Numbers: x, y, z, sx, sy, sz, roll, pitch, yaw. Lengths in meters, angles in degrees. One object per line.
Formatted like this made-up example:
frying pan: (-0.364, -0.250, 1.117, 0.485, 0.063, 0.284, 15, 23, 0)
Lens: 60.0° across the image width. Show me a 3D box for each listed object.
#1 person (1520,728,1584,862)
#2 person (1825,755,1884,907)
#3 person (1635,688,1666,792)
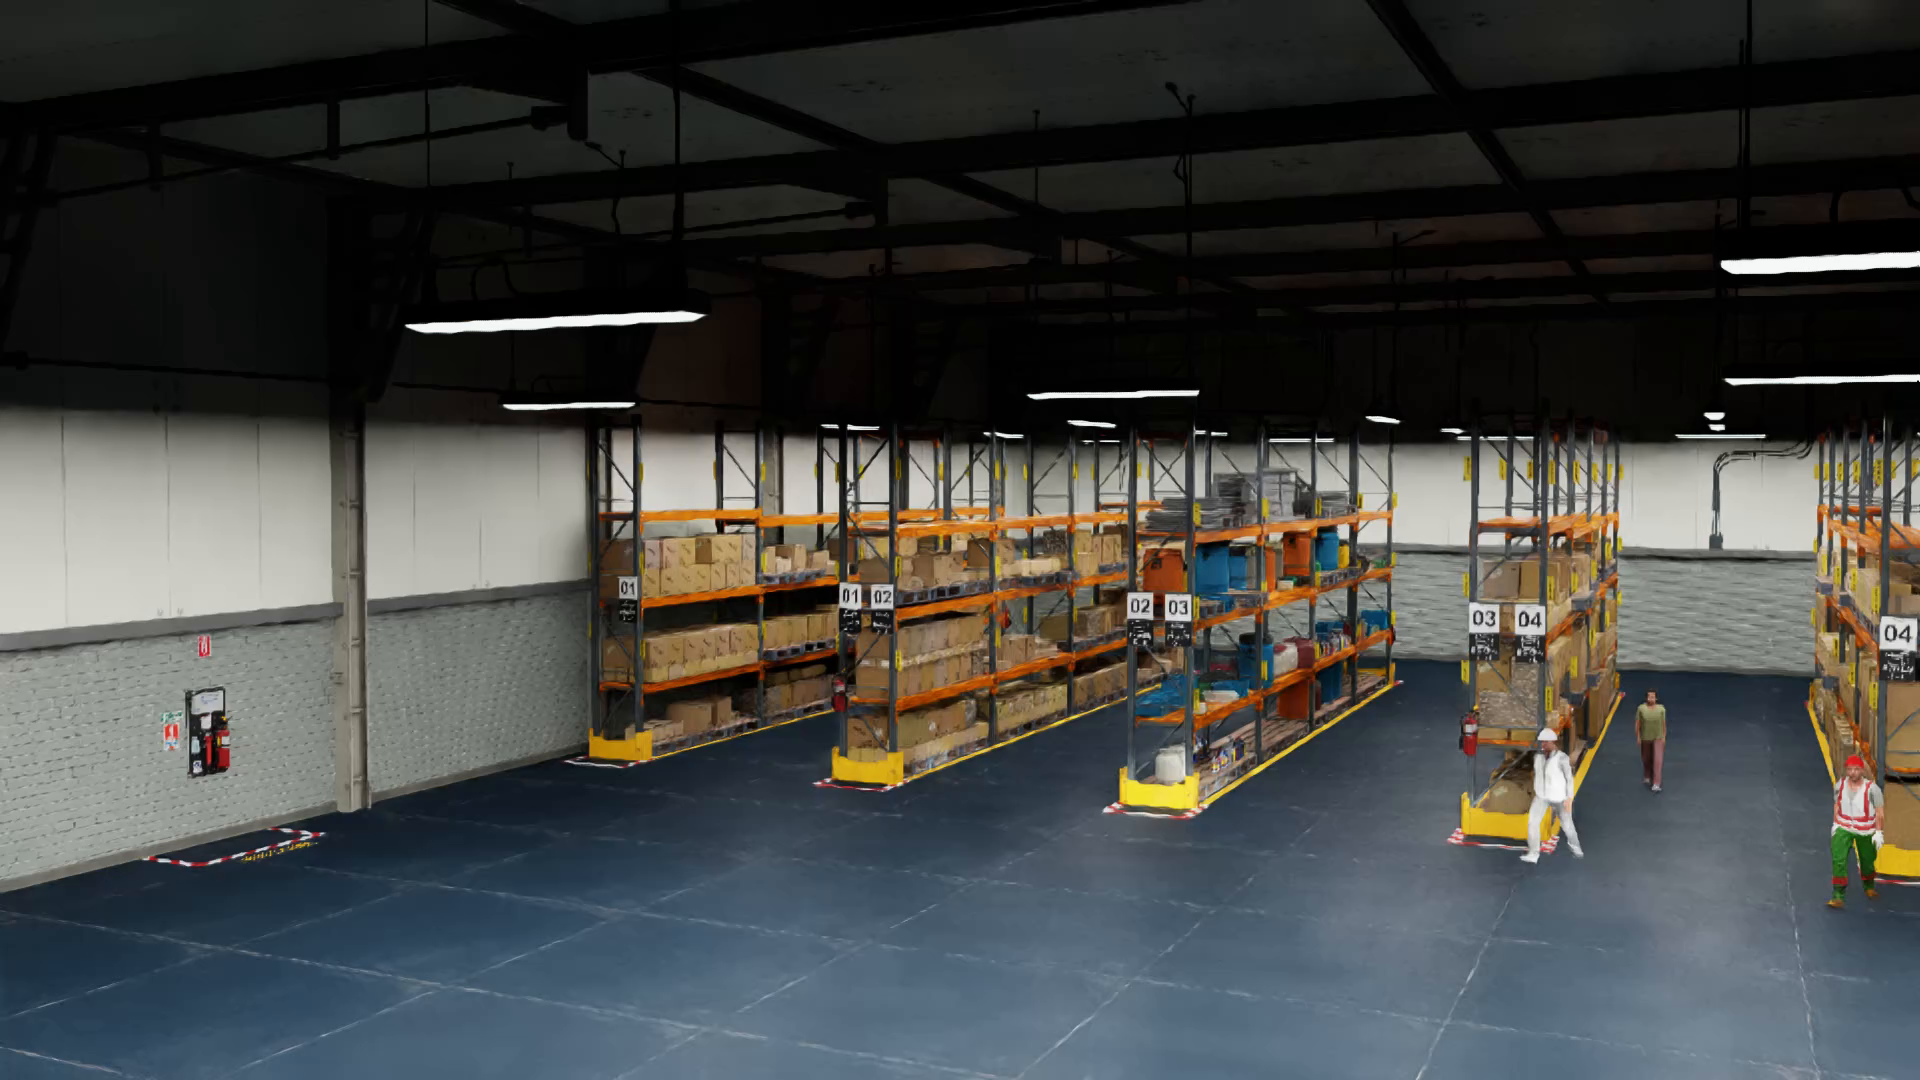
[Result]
person: (7.629, 3.266, 21.370, 0.955, 1.722, 0.574, -2, 3, -44)
person: (10.340, 3.340, 19.171, 0.581, 1.750, 0.955, 2, 3, 40)
person: (10.872, 3.111, 26.194, 0.448, 1.590, 1.110, 1, 3, 27)
